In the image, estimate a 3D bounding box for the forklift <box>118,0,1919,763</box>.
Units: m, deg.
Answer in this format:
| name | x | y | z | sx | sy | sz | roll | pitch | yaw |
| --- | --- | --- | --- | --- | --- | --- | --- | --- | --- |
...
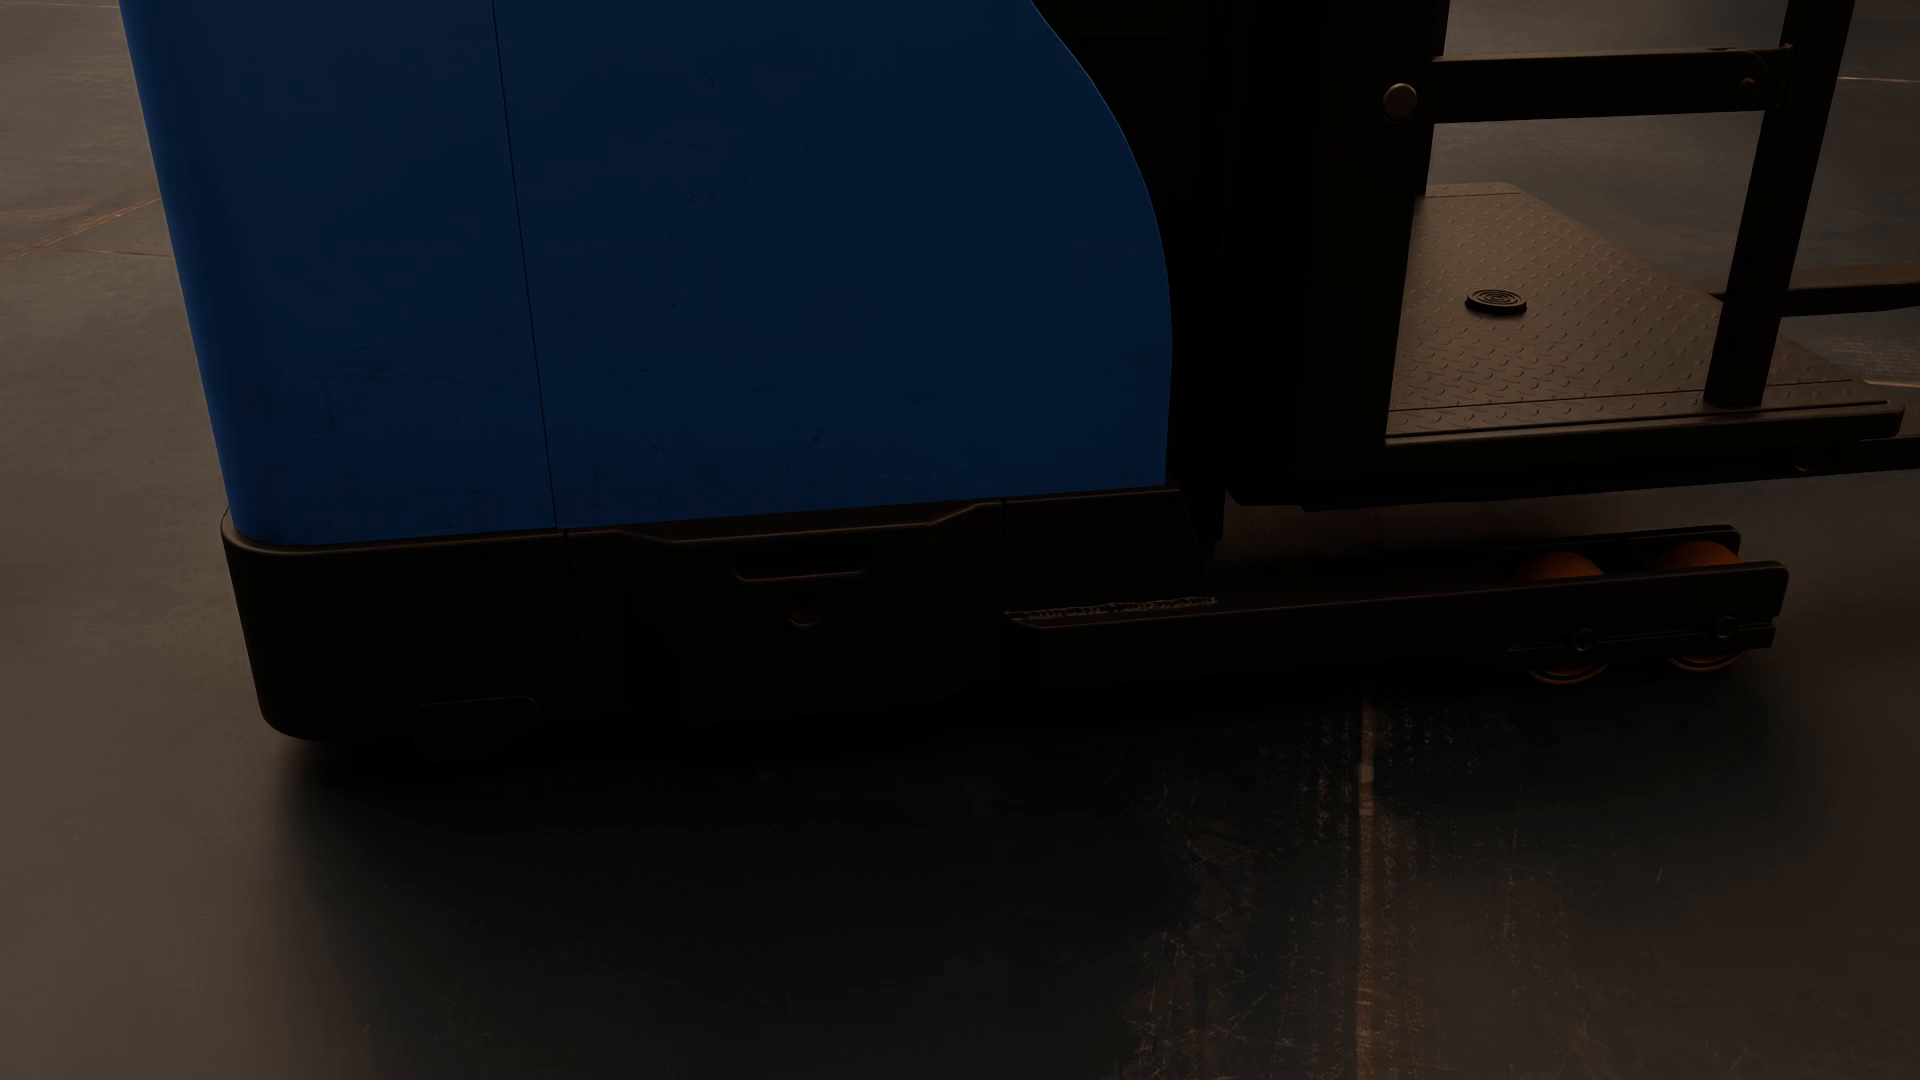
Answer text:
| name | x | y | z | sx | sy | sz | roll | pitch | yaw |
| --- | --- | --- | --- | --- | --- | --- | --- | --- | --- |
| forklift | 0.600 | -1.354 | 1.930 | 3.031 | 2.935 | 1.130 | -4 | 27 | -9 |
